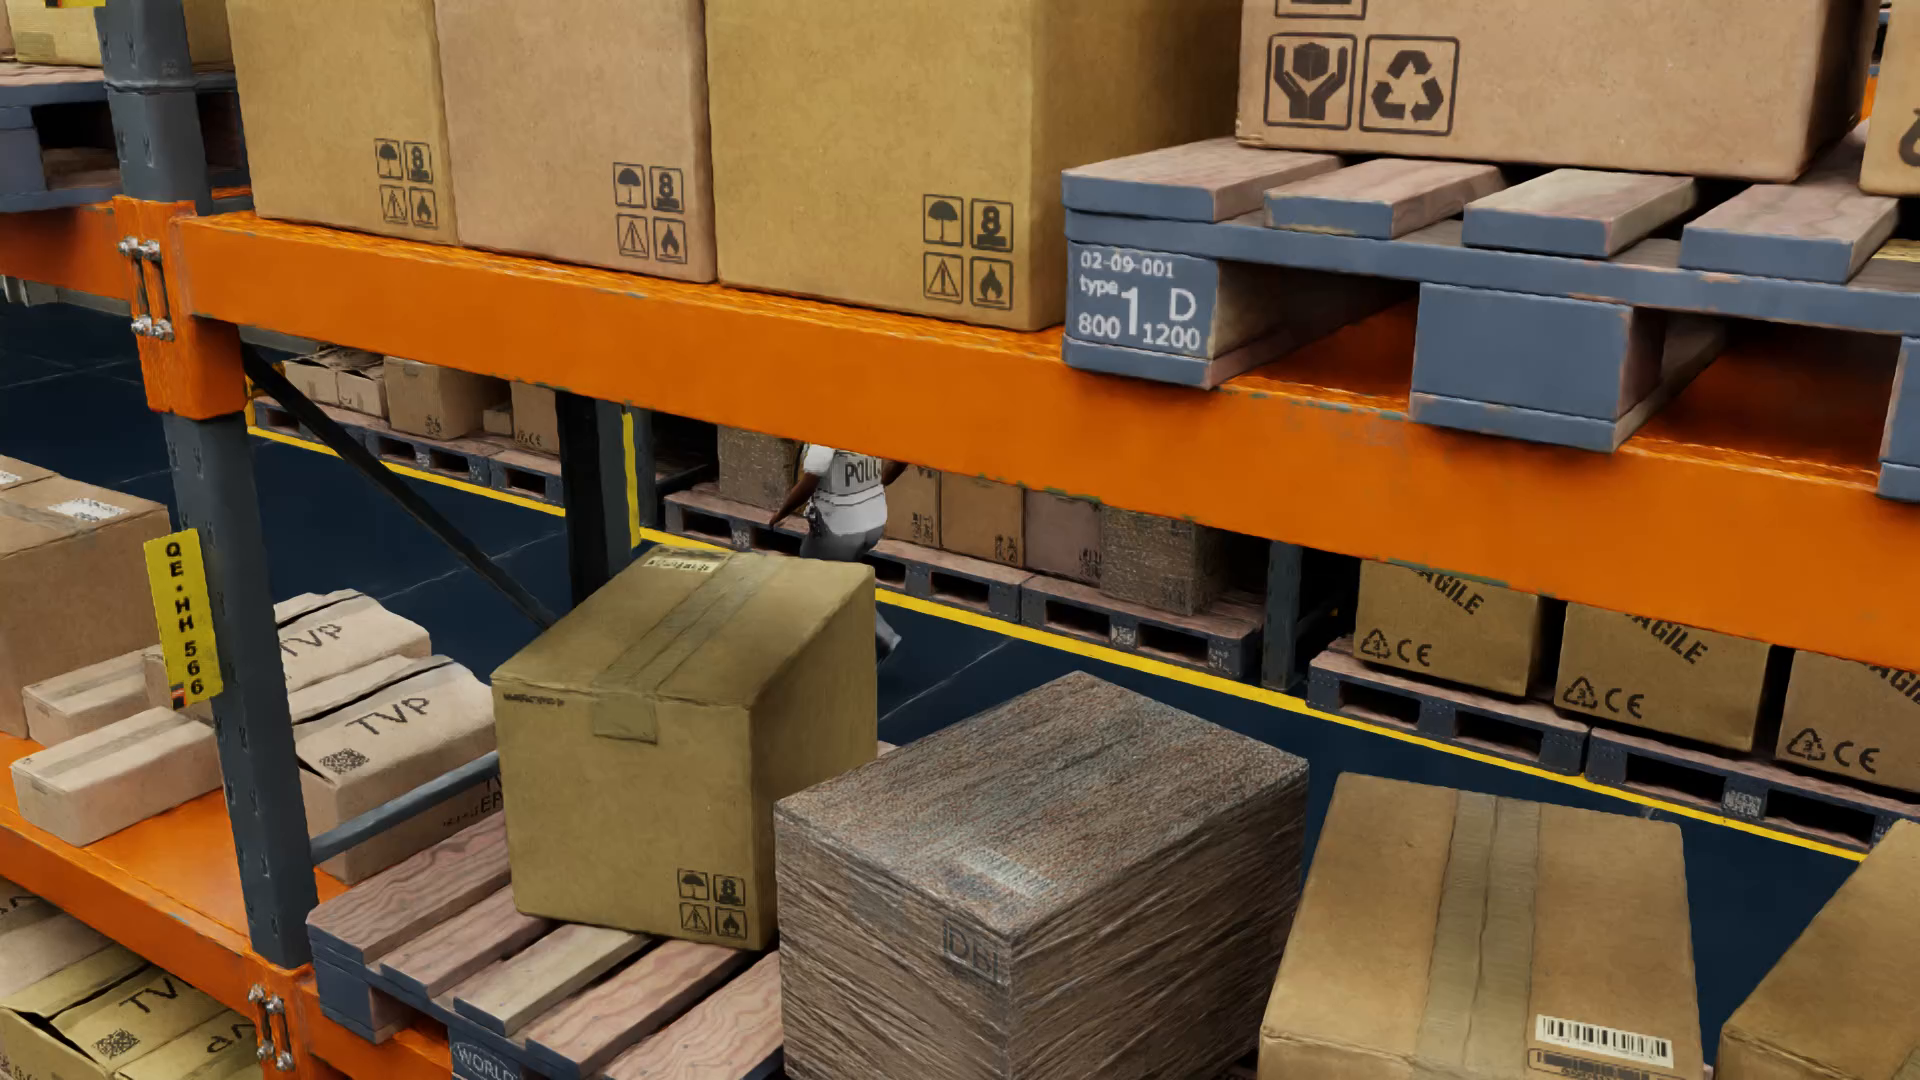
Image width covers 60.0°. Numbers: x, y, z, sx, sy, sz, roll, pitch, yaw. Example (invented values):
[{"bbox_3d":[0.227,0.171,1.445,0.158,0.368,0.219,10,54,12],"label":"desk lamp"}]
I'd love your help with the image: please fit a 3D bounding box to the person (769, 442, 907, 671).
[{"bbox_3d":[-0.562,-0.074,7.282,0.467,1.672,0.639,12,23,29],"label":"person"}]
